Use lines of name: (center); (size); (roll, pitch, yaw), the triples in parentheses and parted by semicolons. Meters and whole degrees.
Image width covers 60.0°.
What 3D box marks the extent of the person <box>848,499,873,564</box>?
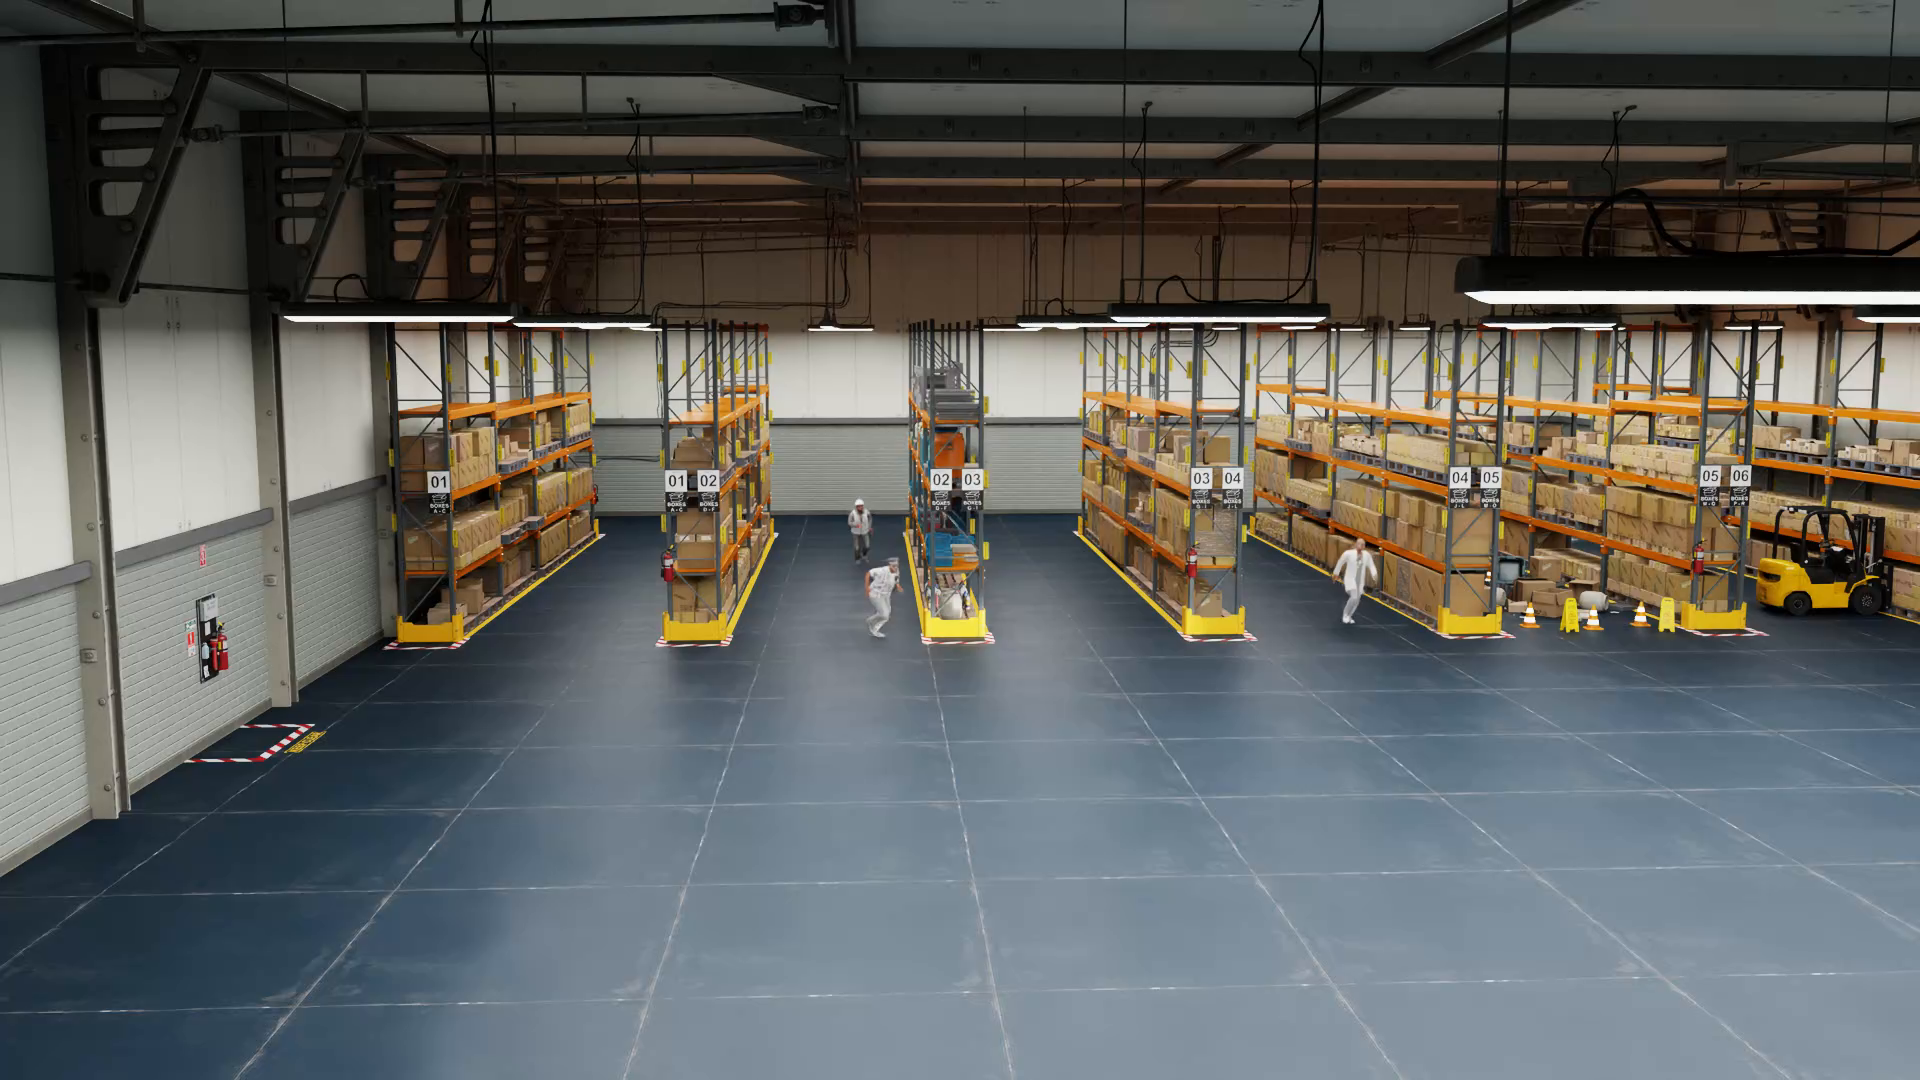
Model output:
person: (-2.465, -0.194, 41.239); (0.653, 1.666, 0.841); (-1, 7, -12)

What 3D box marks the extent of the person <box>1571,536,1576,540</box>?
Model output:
person: (16.712, -0.770, 46.238); (0.495, 1.498, 0.930); (-6, 9, -41)

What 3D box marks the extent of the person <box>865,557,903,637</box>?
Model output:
person: (-1.456, 1.088, 31.313); (0.865, 1.566, 0.694); (7, 10, 43)

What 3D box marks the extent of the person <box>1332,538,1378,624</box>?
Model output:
person: (7.820, 0.816, 32.710); (0.669, 1.726, 0.879); (-2, 7, -17)
